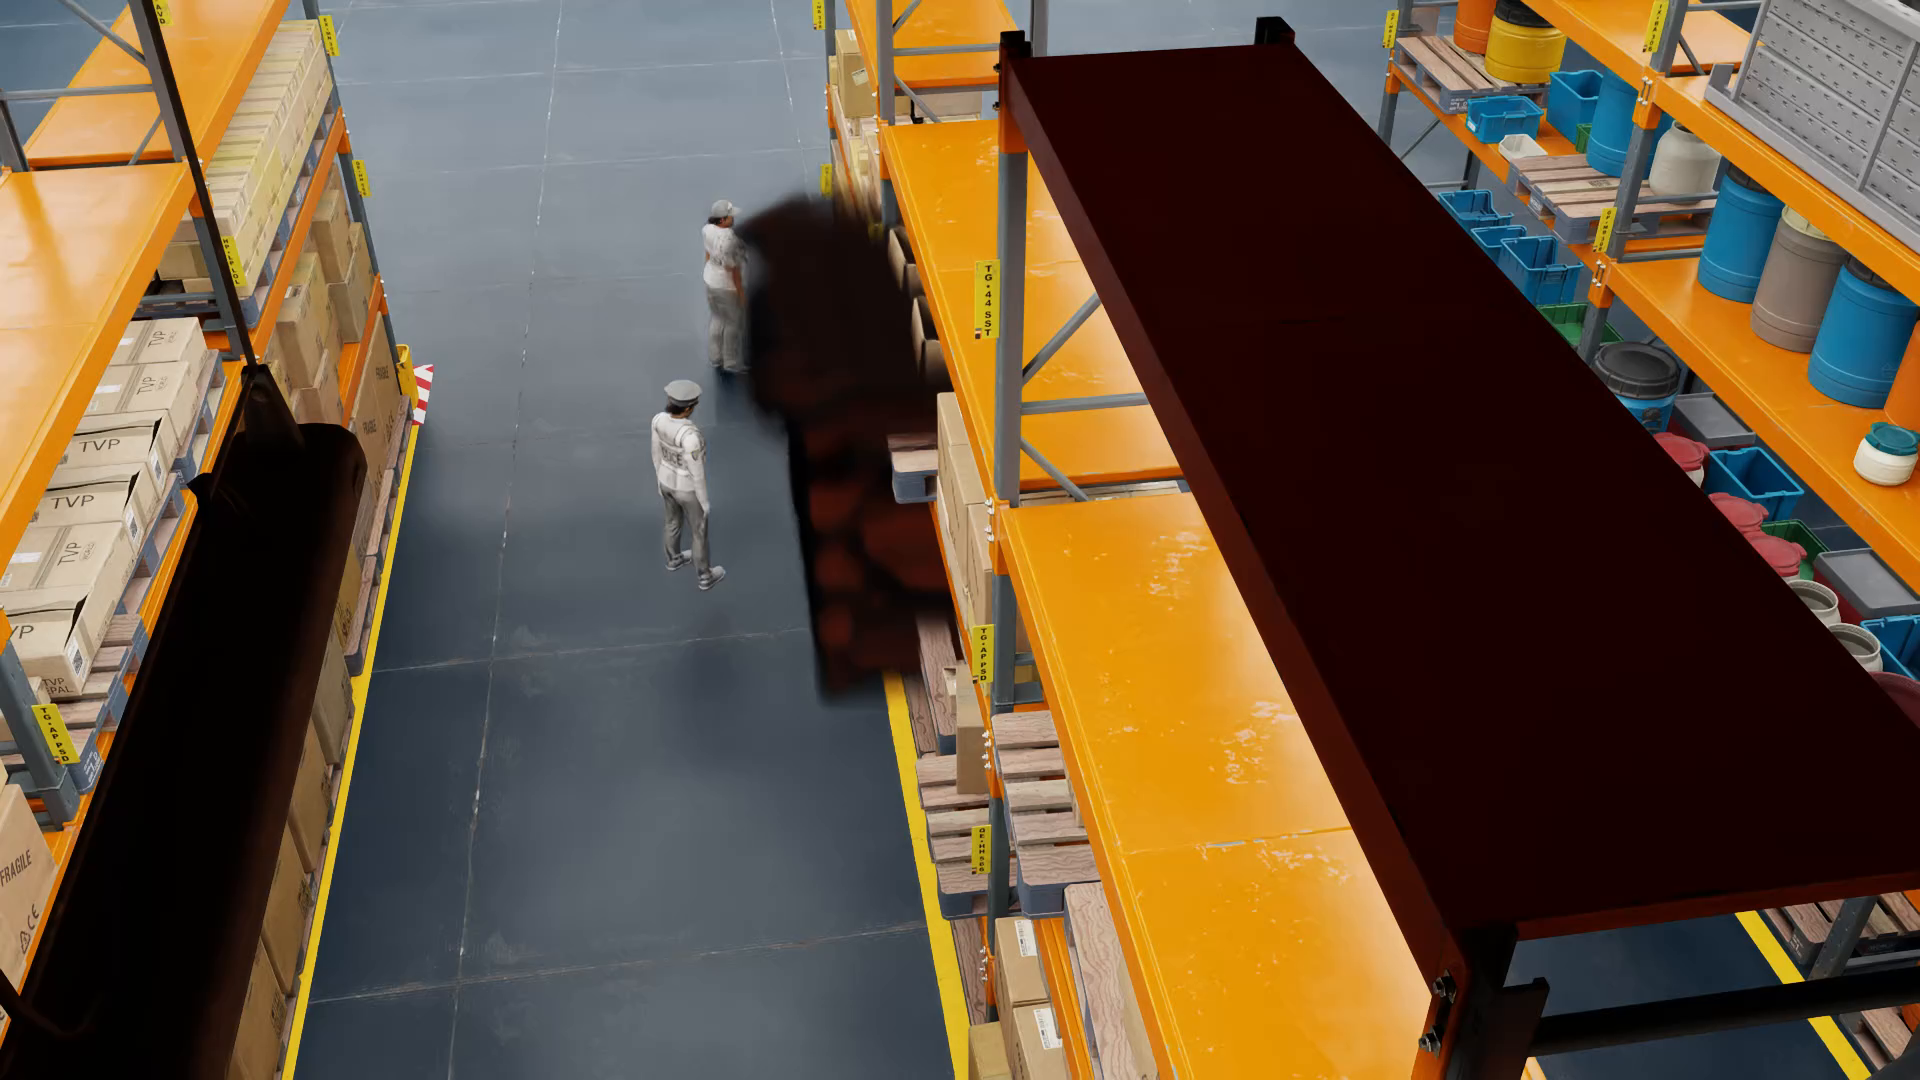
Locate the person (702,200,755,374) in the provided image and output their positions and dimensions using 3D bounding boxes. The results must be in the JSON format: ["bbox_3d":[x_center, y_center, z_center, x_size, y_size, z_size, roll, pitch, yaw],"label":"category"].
[{"bbox_3d":[-2.148,-2.331,15.248,0.420,1.700,0.583,-26,44,-31],"label":"person"}]

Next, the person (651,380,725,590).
[{"bbox_3d":[-1.995,-0.397,12.081,0.556,1.669,0.360,30,46,34],"label":"person"}]
